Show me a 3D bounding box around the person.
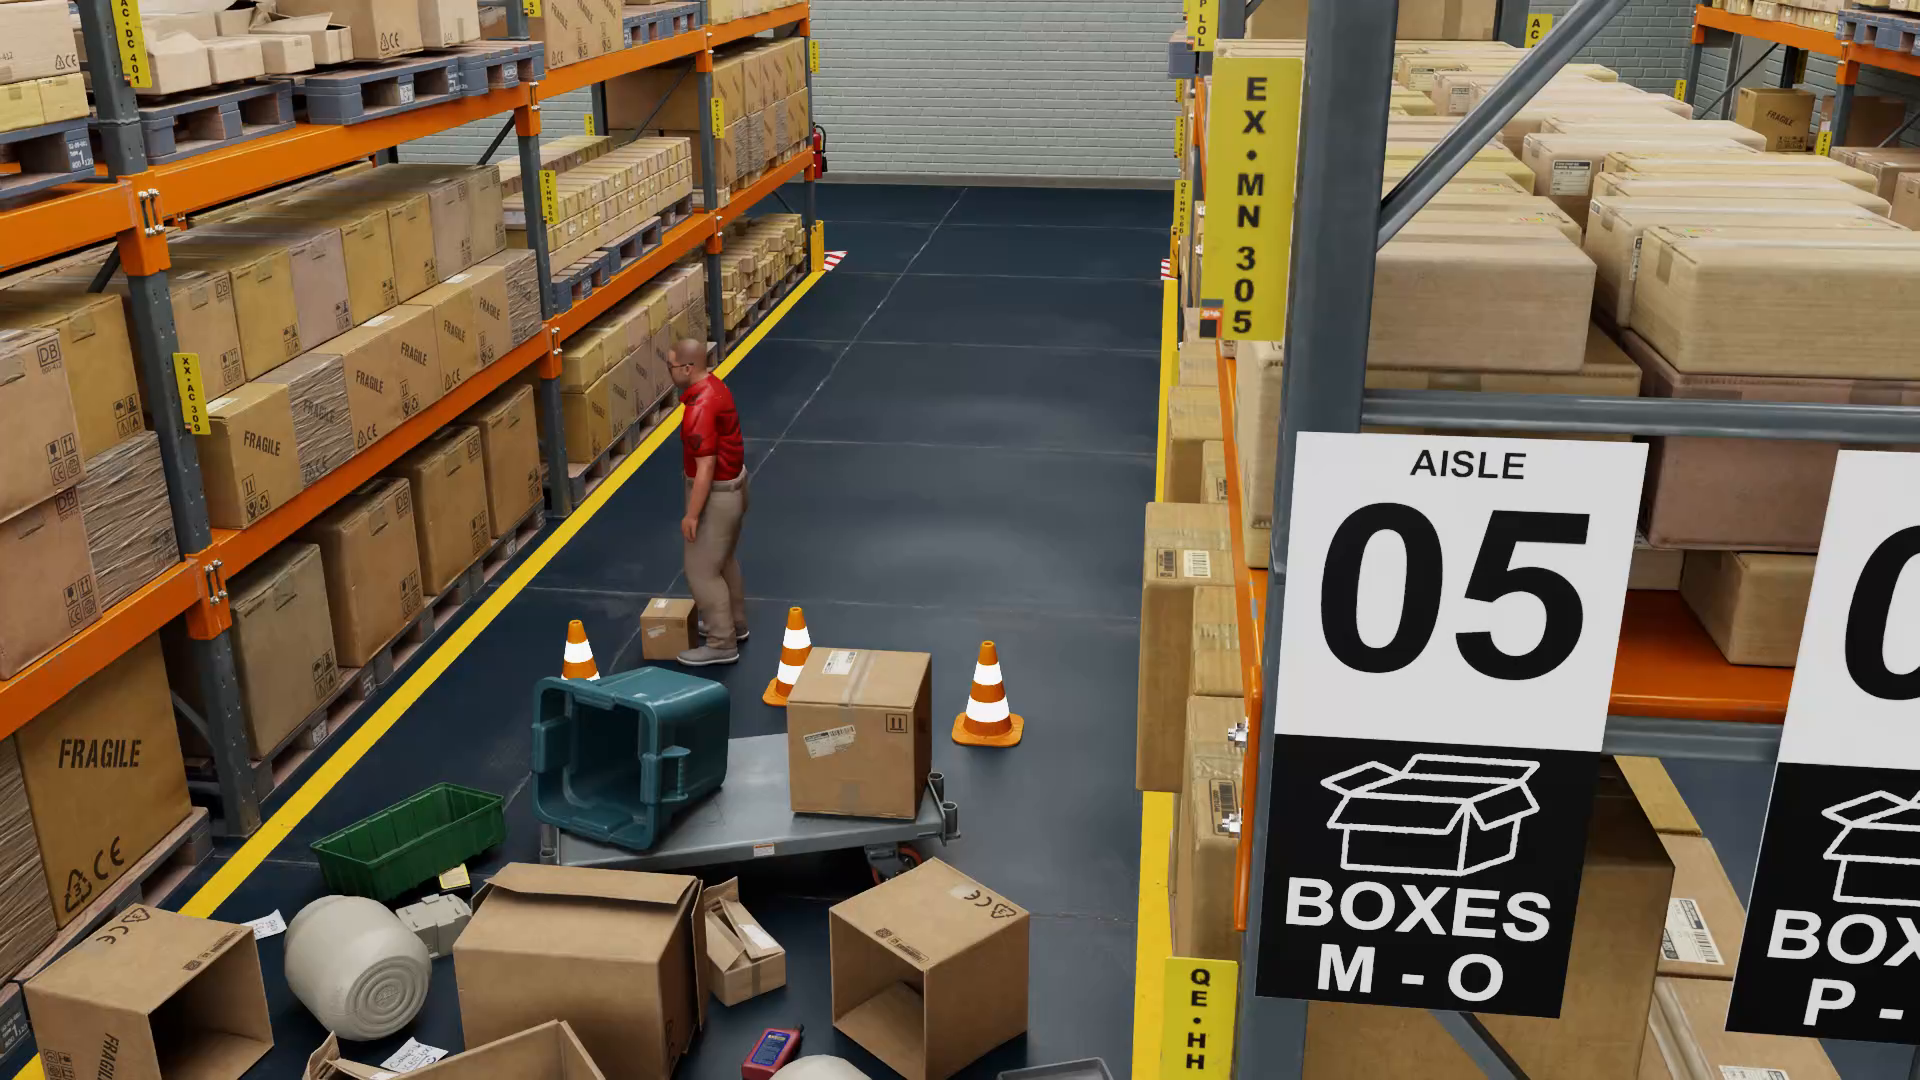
[{"bbox_3d":[-1.300,-0.204,8.631,0.384,1.728,0.602,2,21,4],"label":"person"}]
